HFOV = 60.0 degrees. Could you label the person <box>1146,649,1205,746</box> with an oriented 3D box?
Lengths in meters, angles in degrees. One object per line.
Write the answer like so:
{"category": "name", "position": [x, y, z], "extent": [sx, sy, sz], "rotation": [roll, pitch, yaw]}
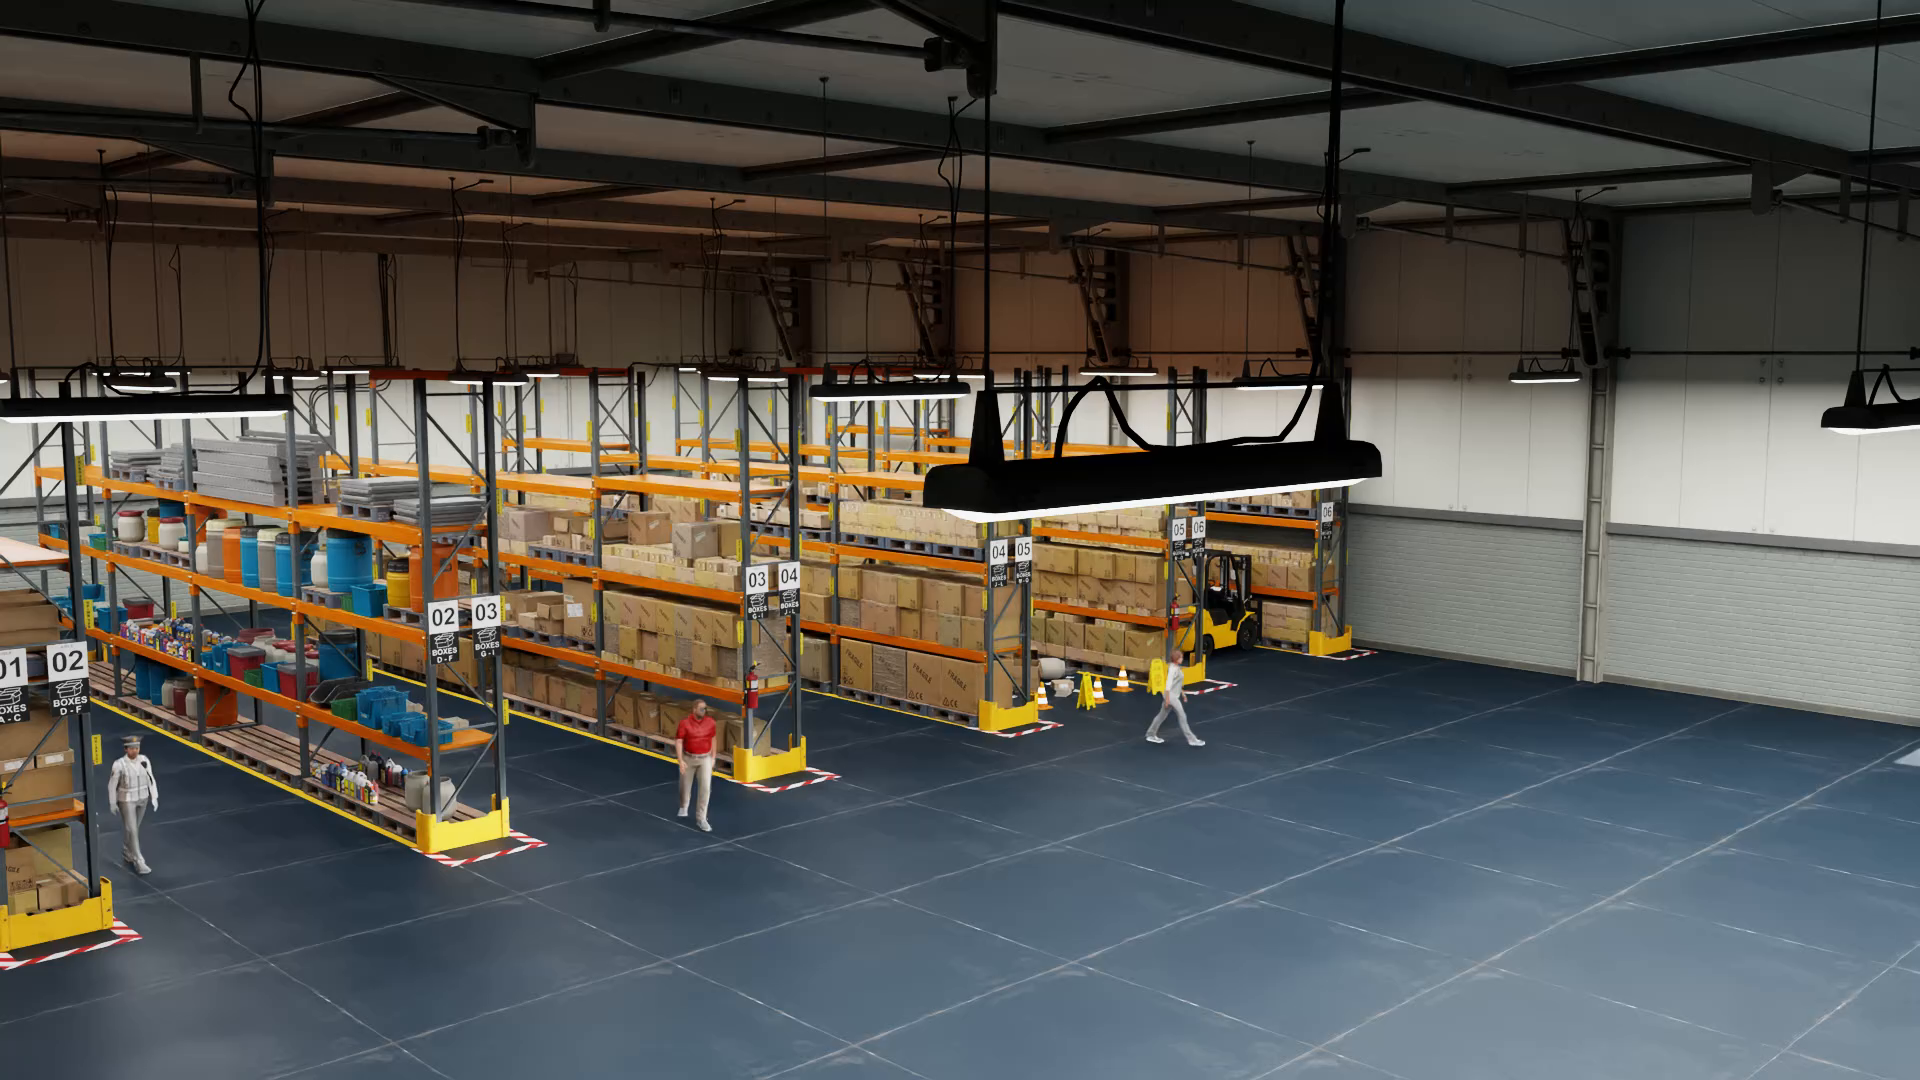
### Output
{"category": "person", "position": [3.474, 2.524, 26.757], "extent": [0.951, 1.542, 0.444], "rotation": [1, 6, 5]}

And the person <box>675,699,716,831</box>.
{"category": "person", "position": [-3.534, 2.978, 22.351], "extent": [0.619, 1.706, 0.882], "rotation": [-4, 7, -29]}

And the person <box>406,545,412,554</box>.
{"category": "person", "position": [-13.584, 0.851, 41.050], "extent": [0.537, 1.670, 0.454], "rotation": [0, 6, 0]}

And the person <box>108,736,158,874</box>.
{"category": "person", "position": [-10.094, 3.200, 20.403], "extent": [0.934, 1.628, 0.497], "rotation": [4, 8, 32]}
